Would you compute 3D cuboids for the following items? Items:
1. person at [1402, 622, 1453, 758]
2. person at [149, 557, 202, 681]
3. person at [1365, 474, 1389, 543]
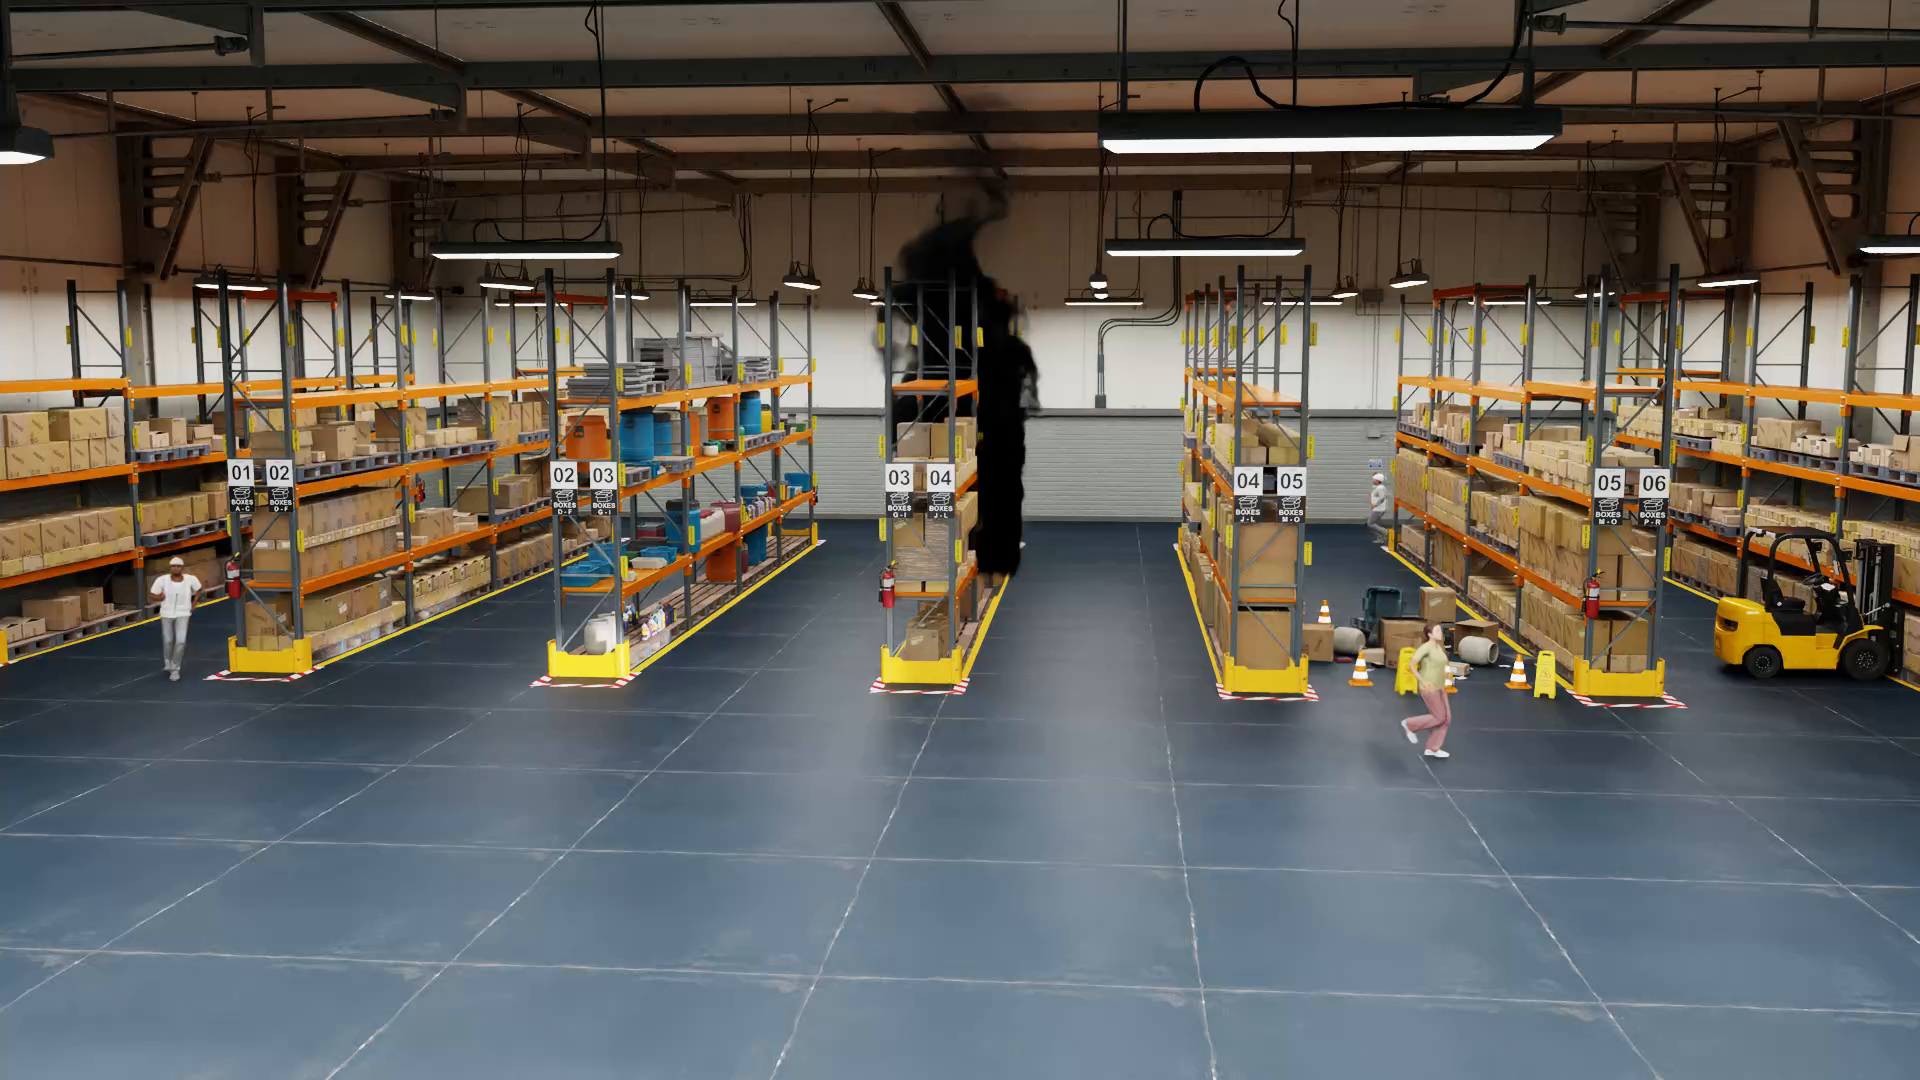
[{"bbox_3d":[5.638,1.779,19.971,0.597,1.624,0.596,7,10,44],"label":"person"},{"bbox_3d":[-11.598,1.154,24.627,0.696,1.829,0.746,-2,7,-19],"label":"person"},{"bbox_3d":[10.147,-0.762,40.489,0.614,1.717,0.681,3,8,22],"label":"person"}]
